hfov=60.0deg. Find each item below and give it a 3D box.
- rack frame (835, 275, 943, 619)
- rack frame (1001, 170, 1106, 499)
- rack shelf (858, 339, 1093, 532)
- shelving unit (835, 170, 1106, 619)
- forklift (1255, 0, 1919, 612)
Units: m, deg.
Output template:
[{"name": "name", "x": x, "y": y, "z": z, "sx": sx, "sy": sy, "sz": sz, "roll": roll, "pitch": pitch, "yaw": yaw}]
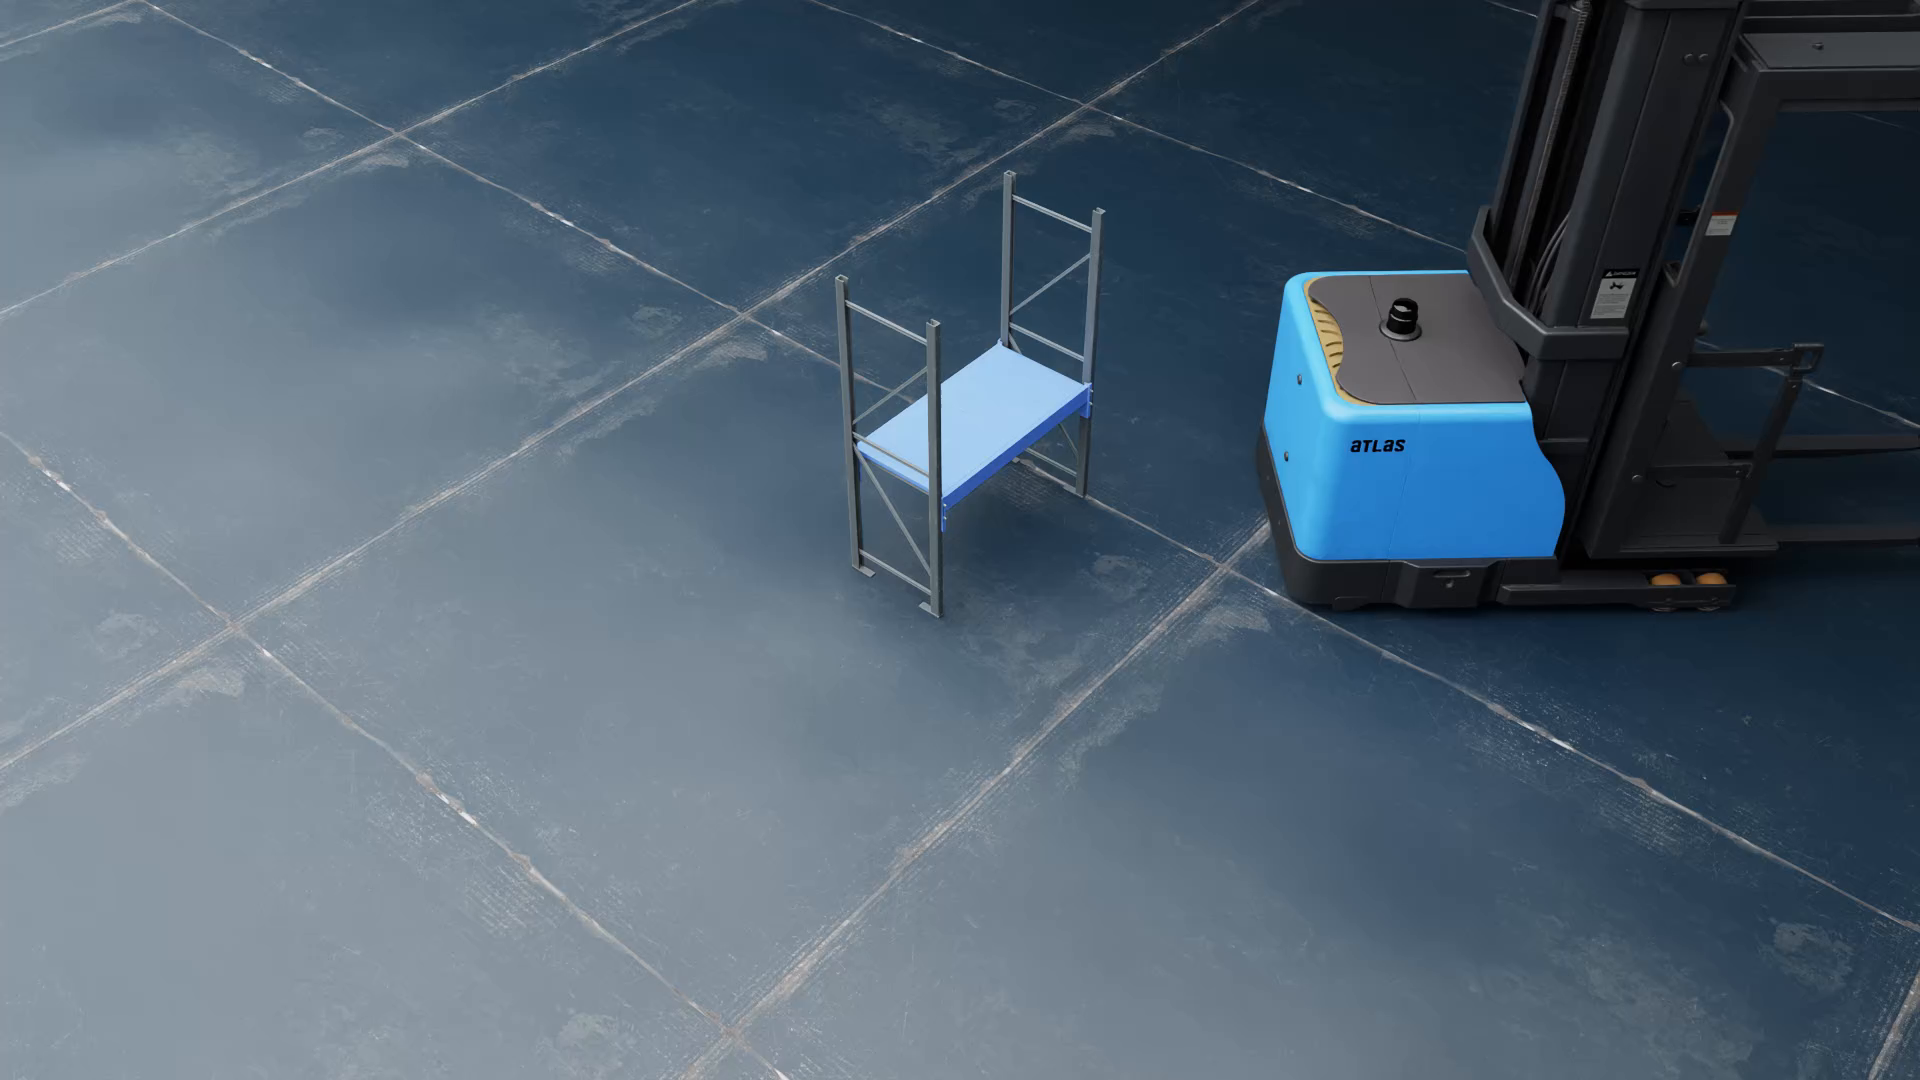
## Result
[{"name": "rack frame", "x": -0.272, "y": -0.337, "z": 6.688, "sx": 0.500, "sy": 1.500, "sz": 0.032, "roll": 29, "pitch": 50, "yaw": 28}, {"name": "rack frame", "x": 0.382, "y": -0.861, "z": 7.264, "sx": 0.500, "sy": 1.500, "sz": 0.032, "roll": 29, "pitch": 50, "yaw": 28}, {"name": "rack shelf", "x": 0.055, "y": -0.466, "z": 7.097, "sx": 0.538, "sy": 0.185, "sz": 1.000, "roll": 29, "pitch": 50, "yaw": 28}, {"name": "shelving unit", "x": 0.055, "y": -0.599, "z": 6.976, "sx": 0.538, "sy": 1.500, "sz": 1.048, "roll": 29, "pitch": 50, "yaw": 28}, {"name": "forklift", "x": 2.896, "y": -1.138, "z": 6.505, "sx": 3.031, "sy": 2.935, "sz": 1.130, "roll": -1, "pitch": 42, "yaw": -1}]
